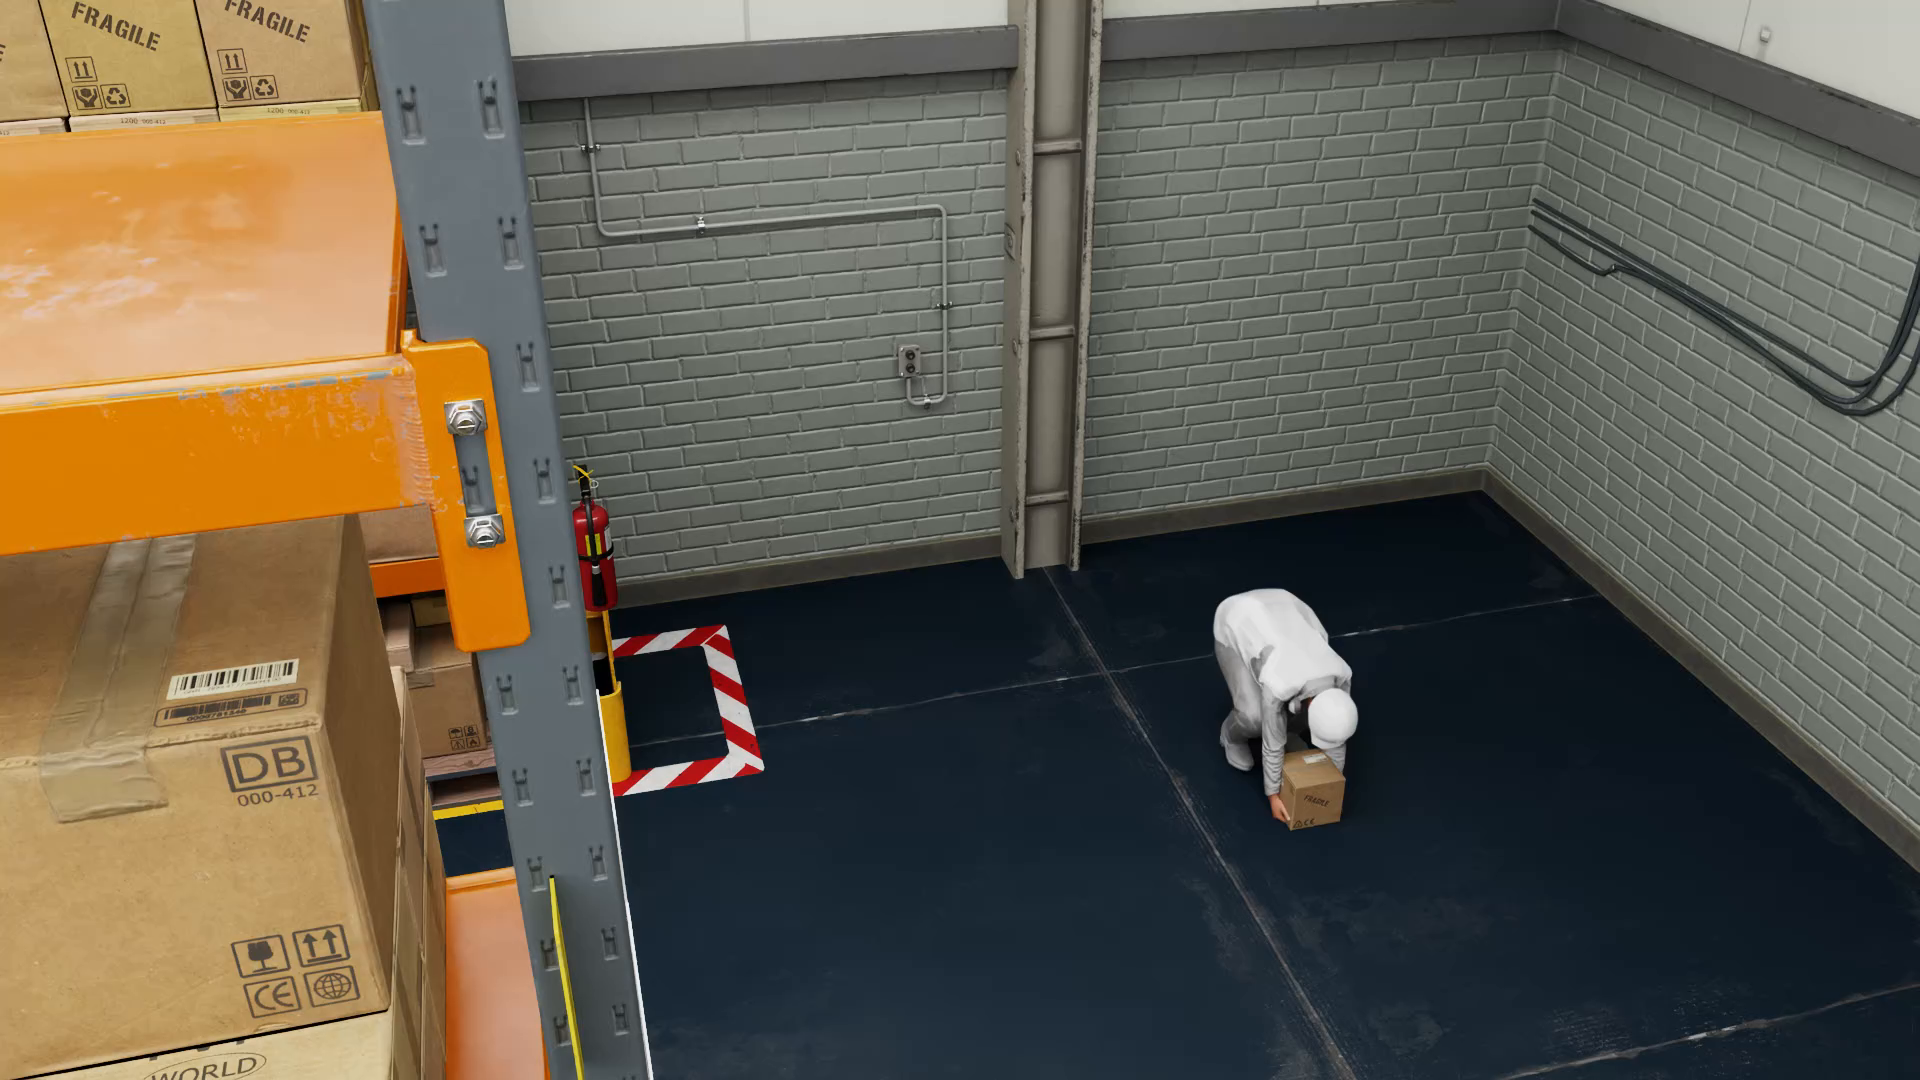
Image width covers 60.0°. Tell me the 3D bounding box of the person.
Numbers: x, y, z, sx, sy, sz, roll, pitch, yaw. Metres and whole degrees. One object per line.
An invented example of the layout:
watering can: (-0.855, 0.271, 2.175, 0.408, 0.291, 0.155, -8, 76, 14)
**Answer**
person: (1.547, 0.758, 7.822, 0.518, 0.885, 1.004, -9, 31, -15)
